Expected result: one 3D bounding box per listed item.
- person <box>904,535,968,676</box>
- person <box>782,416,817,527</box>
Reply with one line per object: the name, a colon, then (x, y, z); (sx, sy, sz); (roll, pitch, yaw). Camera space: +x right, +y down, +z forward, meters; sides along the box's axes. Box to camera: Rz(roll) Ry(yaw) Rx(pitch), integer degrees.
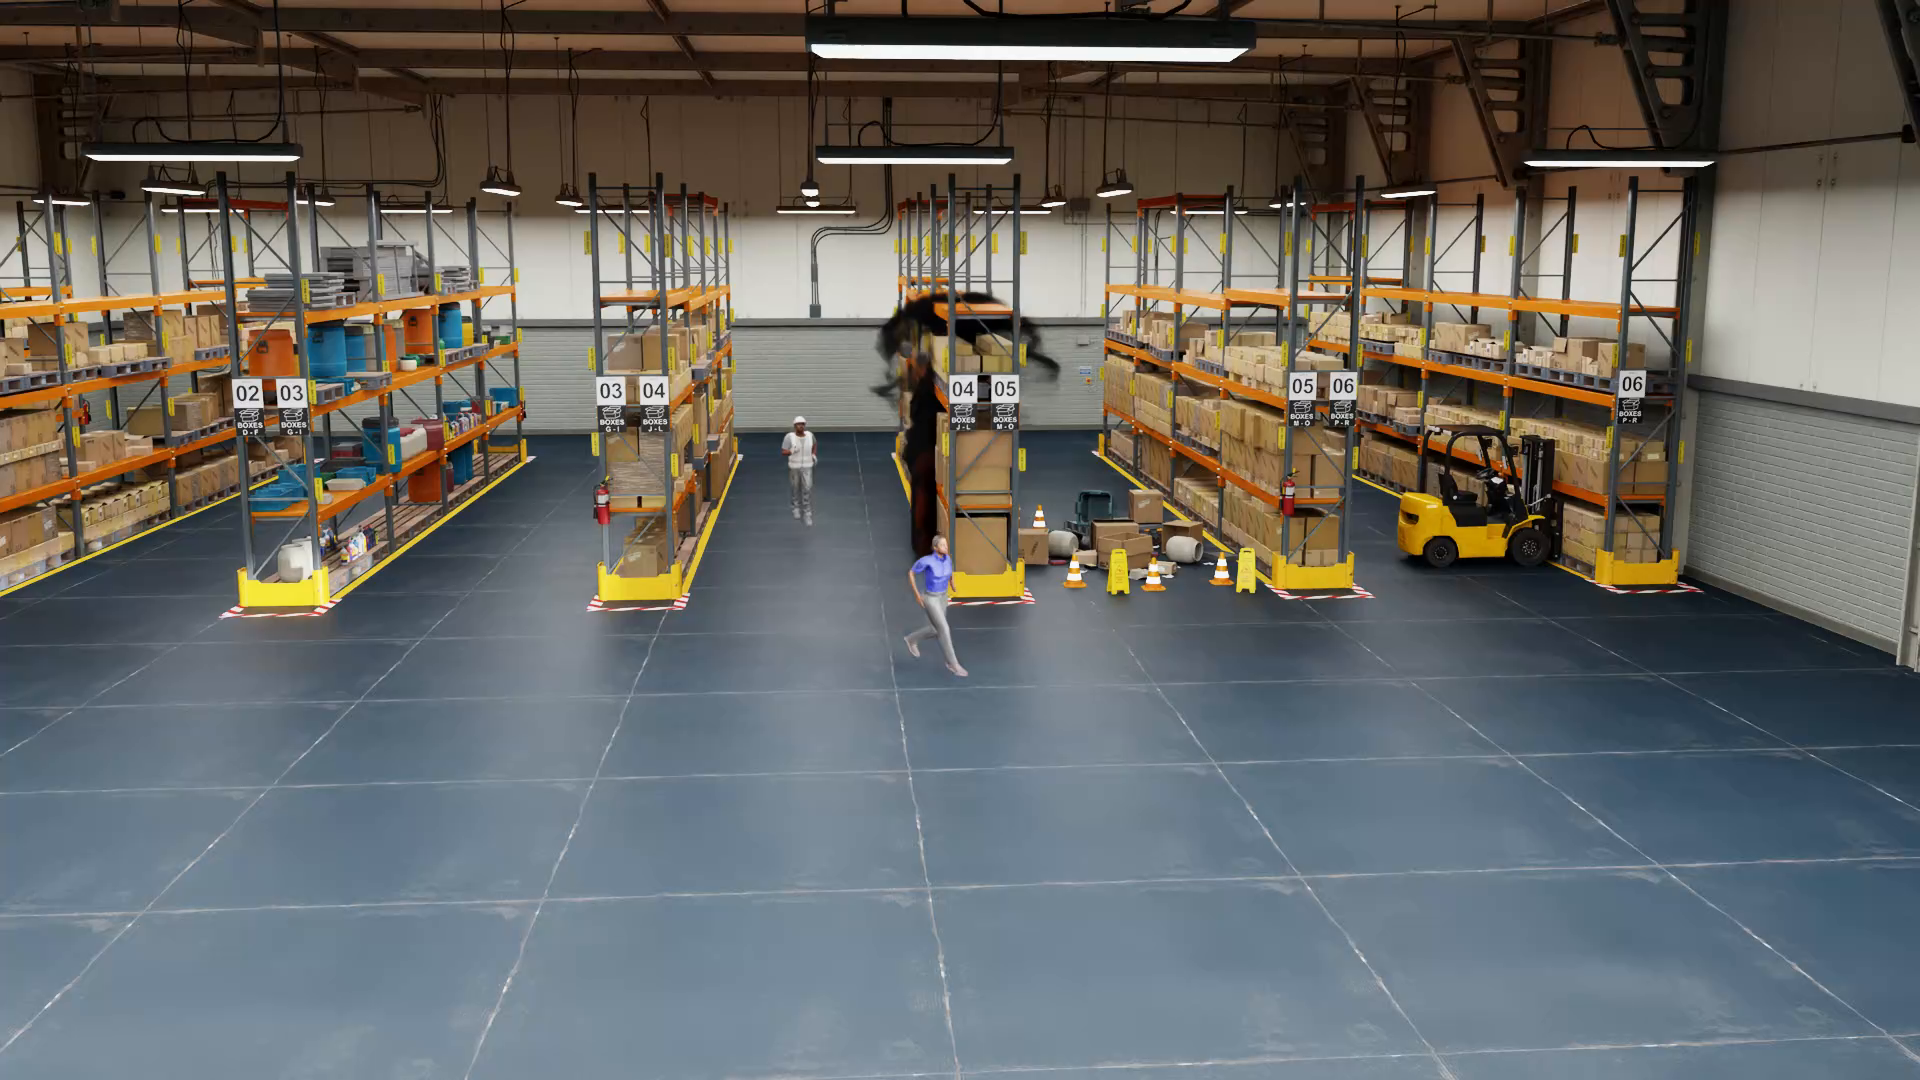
person: (-0.304, 0.746, 19.781); (0.938, 1.655, 0.600); (9, 13, 40)
person: (-2.743, -1.198, 28.669); (0.659, 1.867, 0.720); (-3, 10, -15)
